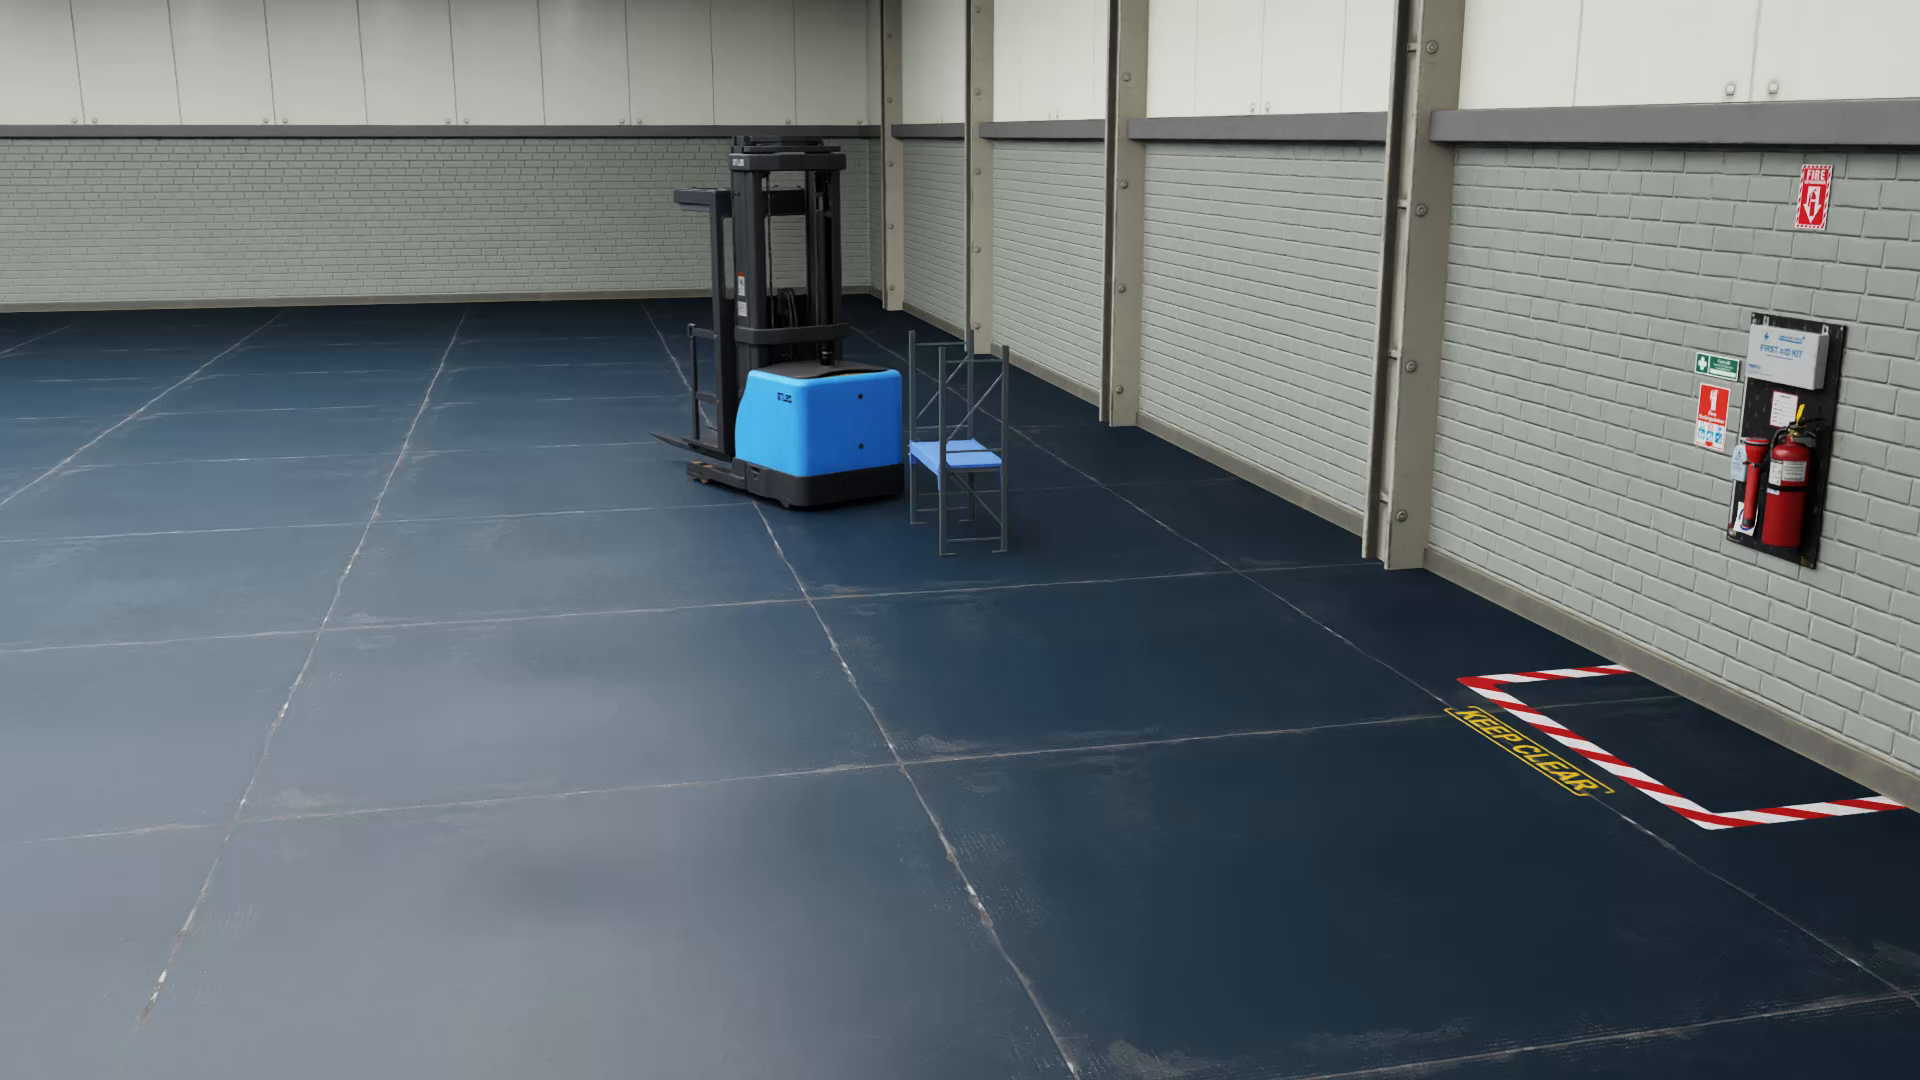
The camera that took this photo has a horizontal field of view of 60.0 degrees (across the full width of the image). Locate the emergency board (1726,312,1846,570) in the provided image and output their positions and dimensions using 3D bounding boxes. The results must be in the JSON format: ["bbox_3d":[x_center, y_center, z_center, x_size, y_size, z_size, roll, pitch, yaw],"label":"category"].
[{"bbox_3d":[3.944,-0.491,8.115,0.194,1.169,0.643,-3,14,-13],"label":"emergency board"}]

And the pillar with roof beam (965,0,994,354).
[{"bbox_3d":[-3.925,-6.745,21.075,9.100,9.000,0.400,-3,14,-13],"label":"pillar with roof beam"}]

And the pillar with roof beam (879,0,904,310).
[{"bbox_3d":[-5.334,-8.129,26.741,9.100,9.000,0.400,-3,14,-13],"label":"pillar with roof beam"}]

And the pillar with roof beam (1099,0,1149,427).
[{"bbox_3d":[-2.516,-5.361,15.410,9.100,9.000,0.400,-3,14,-13],"label":"pillar with roof beam"}]

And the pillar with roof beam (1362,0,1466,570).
[{"bbox_3d":[-1.106,-3.977,9.744,9.100,9.000,0.400,-3,14,-13],"label":"pillar with roof beam"}]

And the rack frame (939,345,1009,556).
[{"bbox_3d":[0.099,-0.631,11.850,0.500,1.500,0.032,-3,14,-13],"label":"rack frame"}]

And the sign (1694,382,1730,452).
[{"bbox_3d":[3.914,-0.641,8.657,0.001,0.329,0.234,-3,14,-13],"label":"sign"}]

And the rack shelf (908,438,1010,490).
[{"bbox_3d":[-0.020,-0.574,12.372,0.538,0.185,1.000,-3,14,-13],"label":"rack shelf"}]

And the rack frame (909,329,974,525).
[{"bbox_3d":[-0.139,-0.866,12.810,0.500,1.500,0.032,-3,14,-13],"label":"rack frame"}]

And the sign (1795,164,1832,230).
[{"bbox_3d":[4.039,-1.624,7.870,0.001,0.298,0.199,-3,14,-13],"label":"sign"}]

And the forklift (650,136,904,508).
[{"bbox_3d":[-1.743,-1.973,14.327,1.130,2.935,3.031,-10,17,-35],"label":"forklift"}]

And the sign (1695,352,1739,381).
[{"bbox_3d":[3.907,-0.897,8.587,0.001,0.109,0.331,-3,14,-13],"label":"sign"}]

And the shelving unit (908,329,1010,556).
[{"bbox_3d":[-0.020,-0.748,12.330,0.538,1.500,1.048,-3,14,-13],"label":"shelving unit"}]

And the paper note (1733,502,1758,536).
[{"bbox_3d":[3.970,-0.107,8.403,0.016,0.148,0.142,-3,14,-13],"label":"paper note"}]
